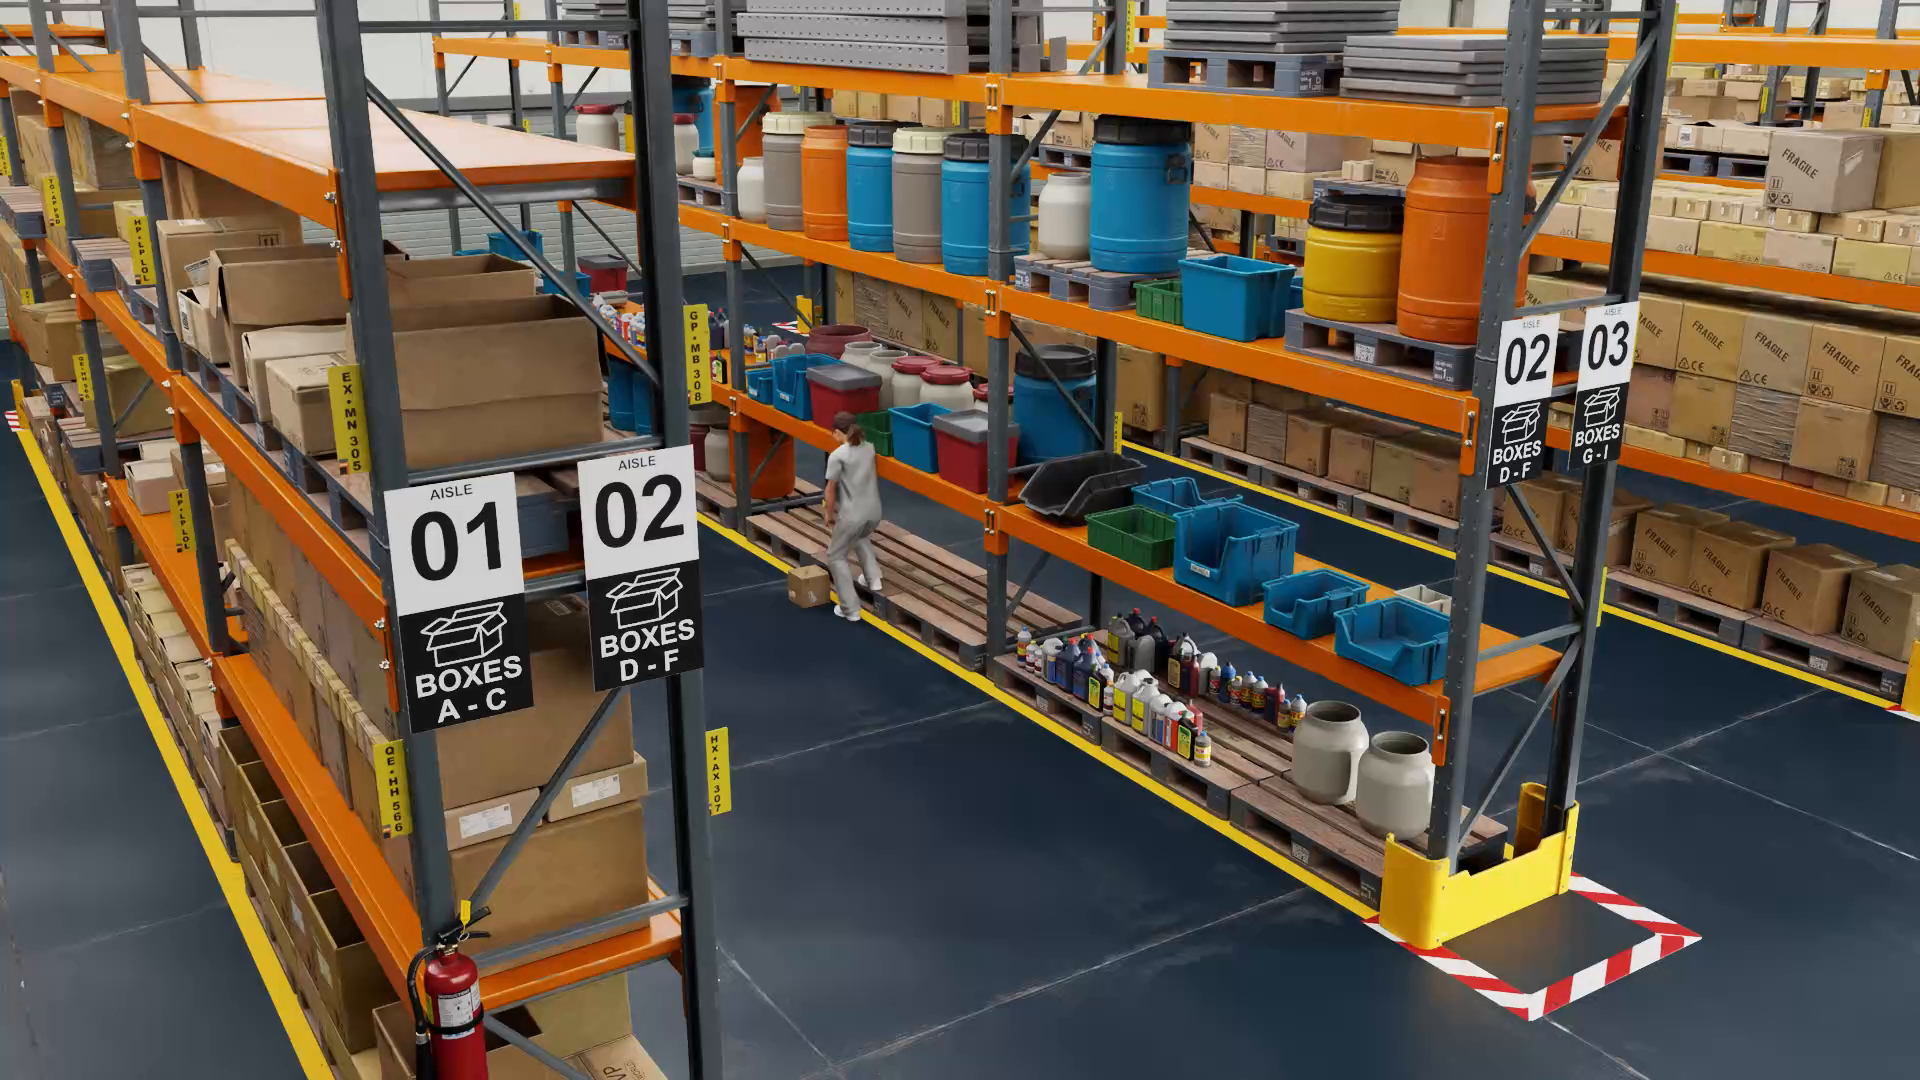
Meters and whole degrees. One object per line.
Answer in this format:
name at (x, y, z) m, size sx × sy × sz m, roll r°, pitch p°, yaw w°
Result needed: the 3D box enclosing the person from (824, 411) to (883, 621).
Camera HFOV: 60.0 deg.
person at (-0.839, -0.162, 12.780) m, size 0.464 × 1.545 × 0.490 m, roll -11°, pitch 21°, yaw -30°
